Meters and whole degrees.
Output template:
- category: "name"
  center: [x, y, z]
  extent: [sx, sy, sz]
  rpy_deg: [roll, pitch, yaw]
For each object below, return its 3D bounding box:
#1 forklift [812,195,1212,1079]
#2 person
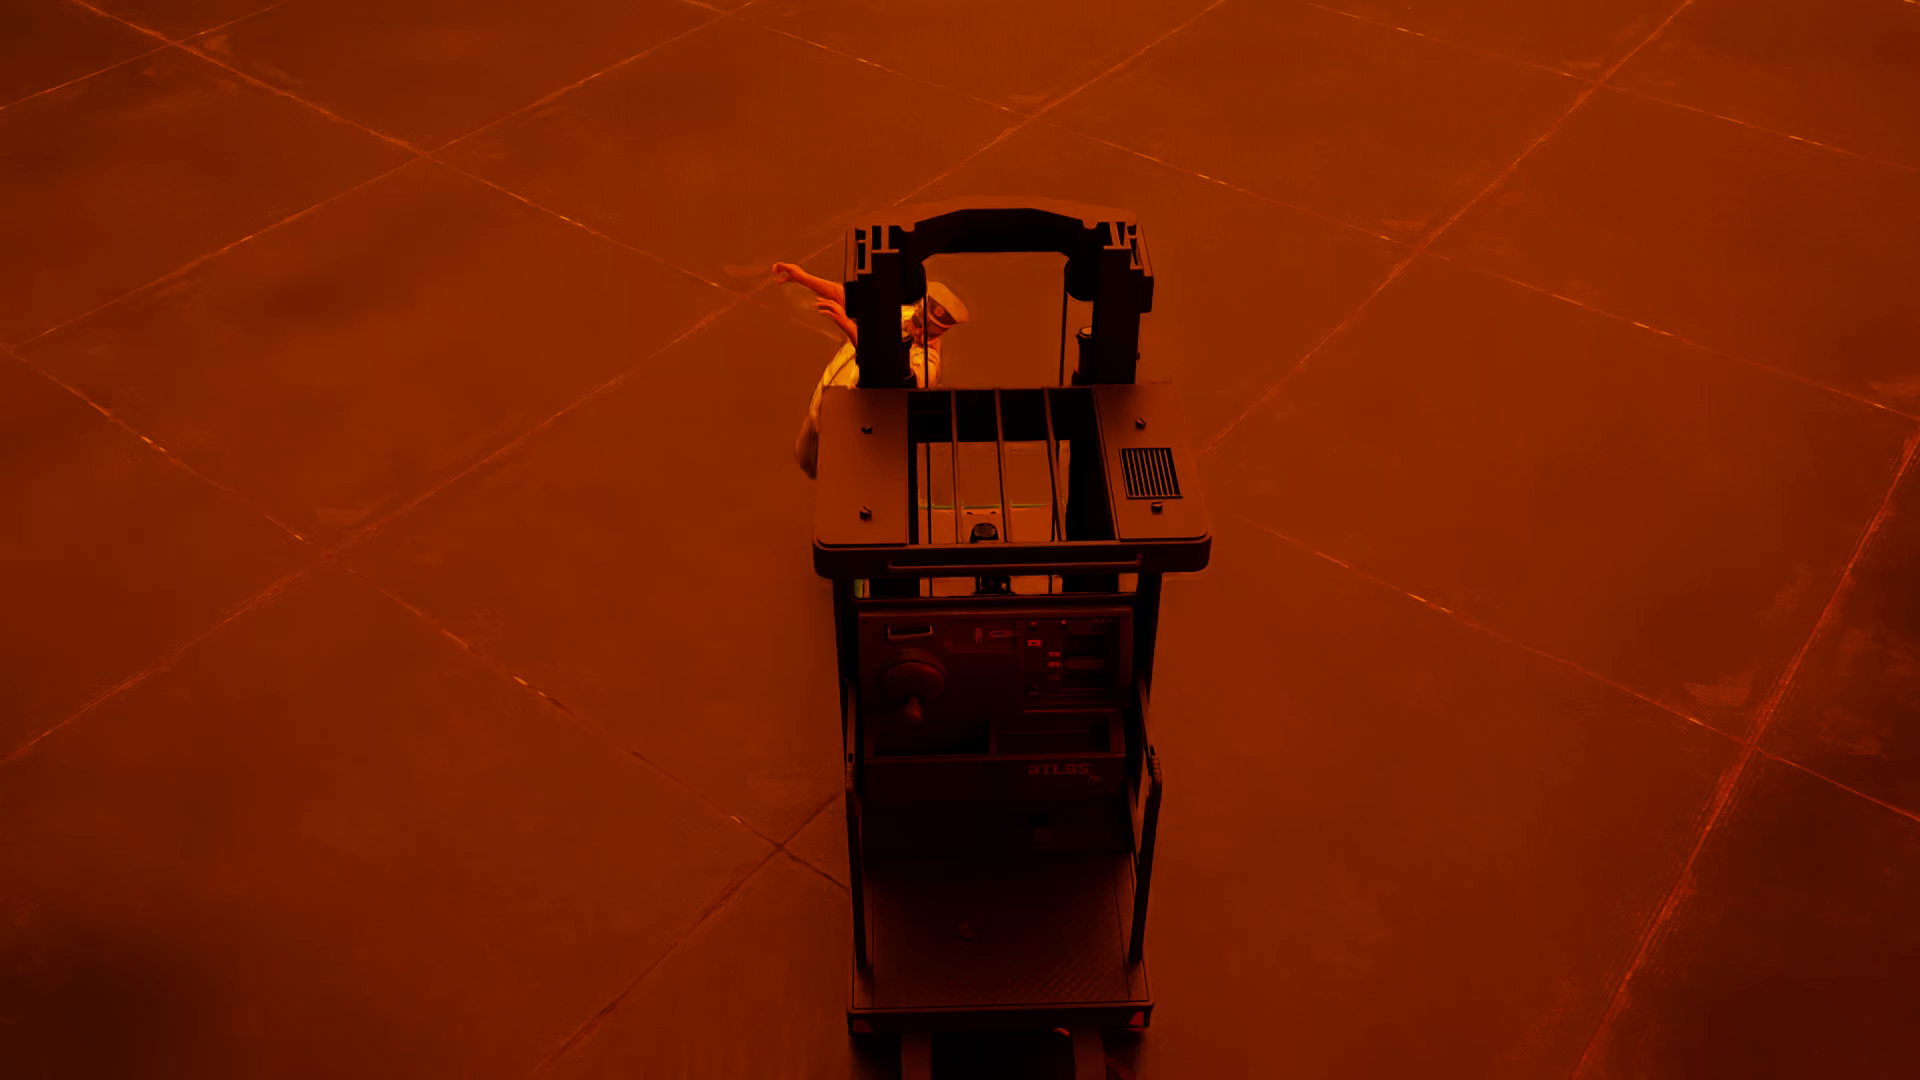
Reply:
- category: "forklift"
  center: [0.131, 0.499, 5.489]
  extent: [1.130, 2.935, 3.031]
  rpy_deg: [-1, 40, -1]
- category: "person"
  center: [-0.450, -0.696, 7.906]
  extent: [0.737, 1.594, 1.071]
  rpy_deg: [-20, 44, -22]
